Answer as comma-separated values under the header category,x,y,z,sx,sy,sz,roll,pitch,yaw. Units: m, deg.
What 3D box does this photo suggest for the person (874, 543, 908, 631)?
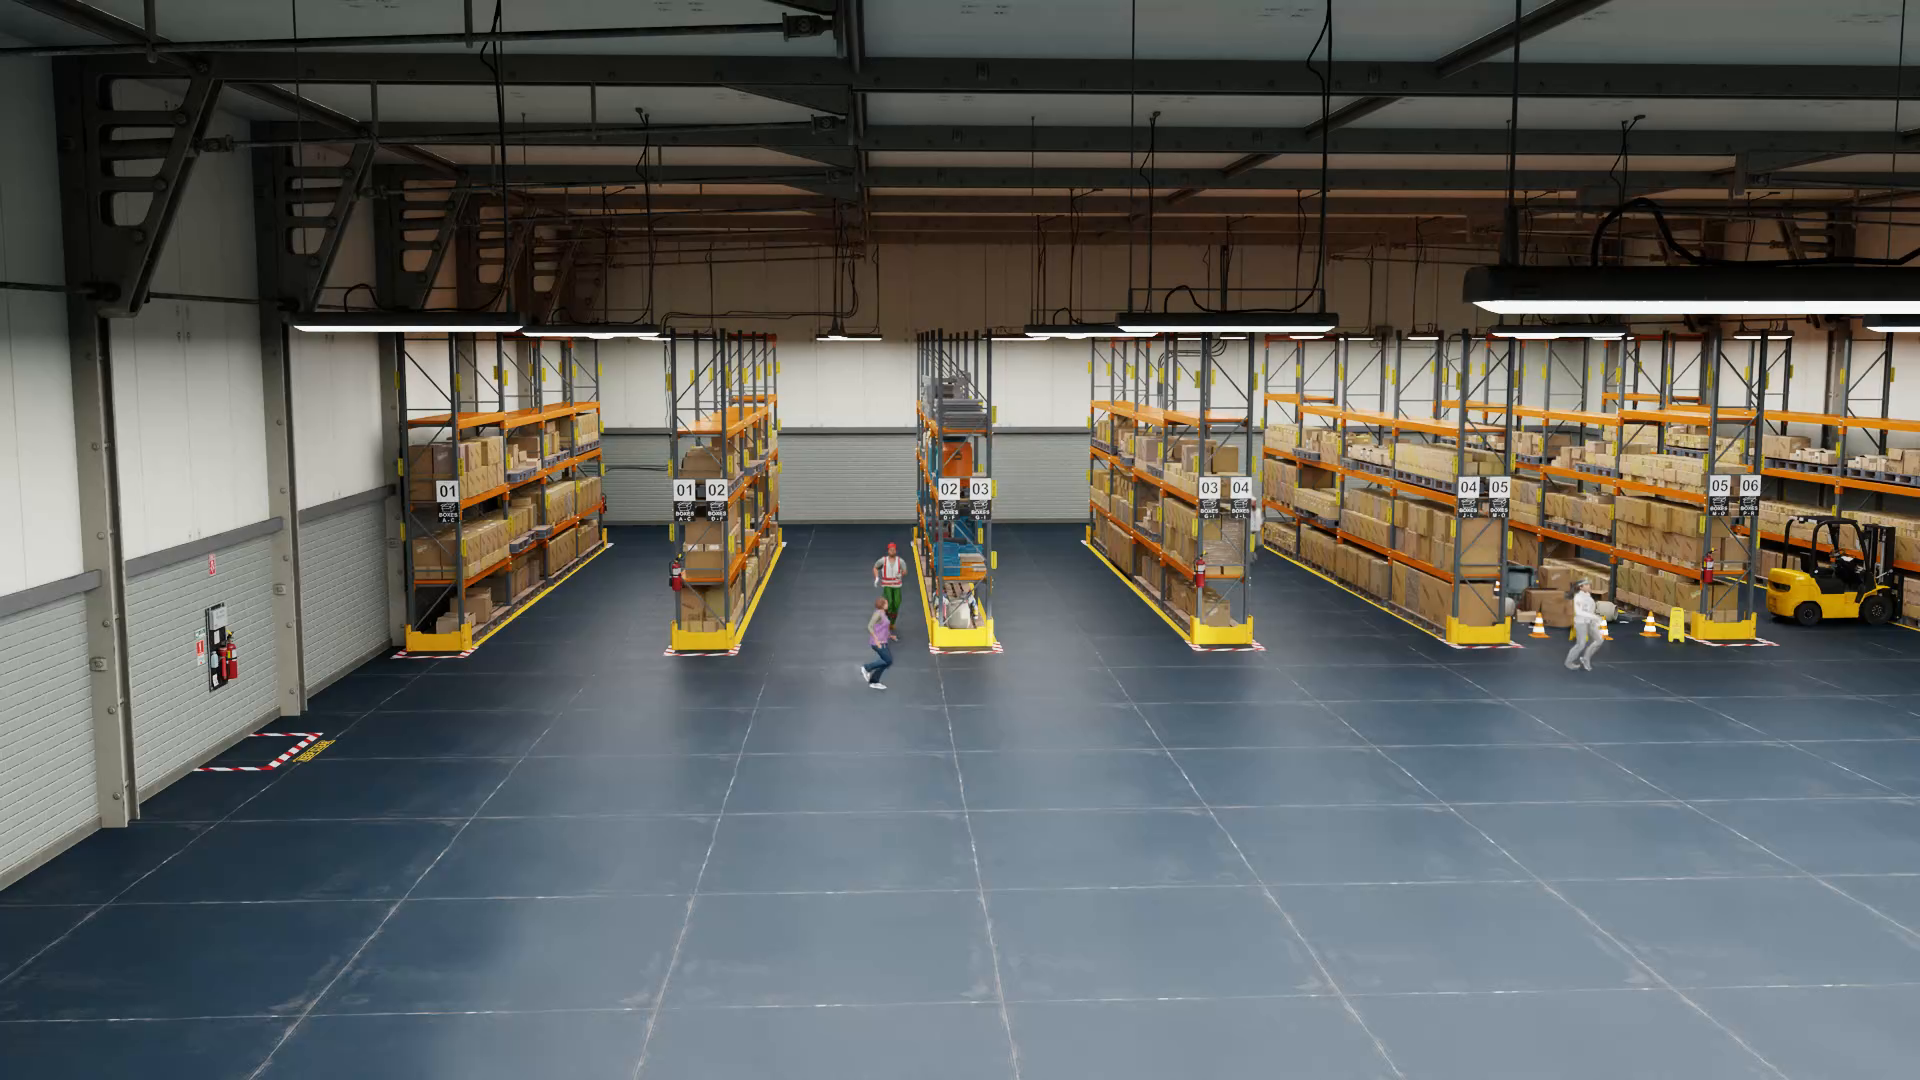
category,x,y,z,sx,sy,sz,roll,pitch,yaw
person,-1.357,0.950,33.009,0.654,1.779,0.697,-2,7,-13

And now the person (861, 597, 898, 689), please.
category,x,y,z,sx,sy,sz,roll,pitch,yaw
person,-1.341,1.715,27.643,0.577,1.550,0.522,2,7,13

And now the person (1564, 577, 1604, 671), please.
category,x,y,z,sx,sy,sz,roll,pitch,yaw
person,10.967,1.474,29.171,0.623,1.666,0.654,-6,9,-41

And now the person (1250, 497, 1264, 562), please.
category,x,y,z,sx,sy,sz,roll,pitch,yaw
person,7.685,-0.264,43.451,0.649,1.726,0.580,0,7,-4
